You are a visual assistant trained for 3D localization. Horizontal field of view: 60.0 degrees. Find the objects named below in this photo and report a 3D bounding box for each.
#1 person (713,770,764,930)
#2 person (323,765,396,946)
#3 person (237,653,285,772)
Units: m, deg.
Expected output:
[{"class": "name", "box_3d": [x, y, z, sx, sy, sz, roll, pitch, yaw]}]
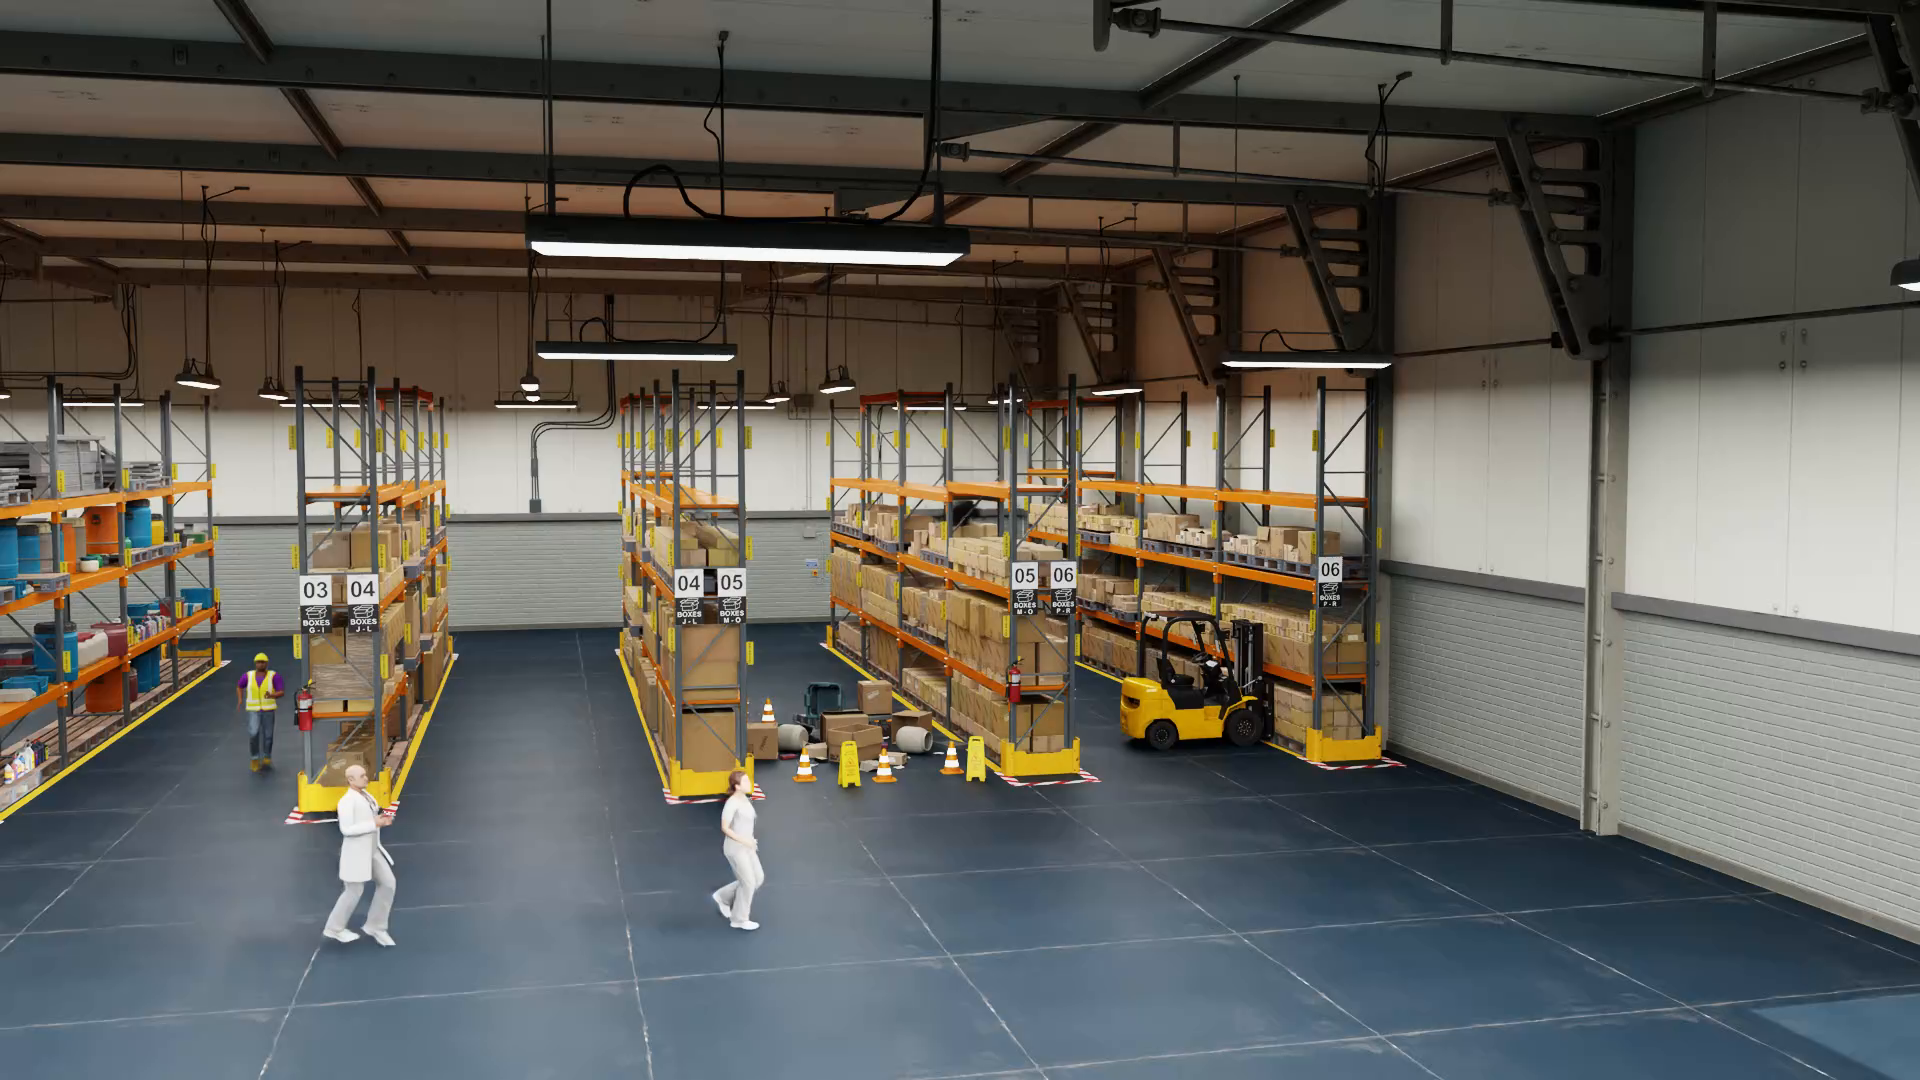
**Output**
[{"class": "person", "box_3d": [-2.303, 3.168, 17.032, 0.566, 1.634, 0.582, 1, 4, 14]}, {"class": "person", "box_3d": [-5.913, 3.138, 16.426, 0.794, 1.844, 0.685, 1, 3, 11]}, {"class": "person", "box_3d": [-10.620, 2.617, 25.266, 0.670, 1.801, 0.728, -1, 4, -23]}]
